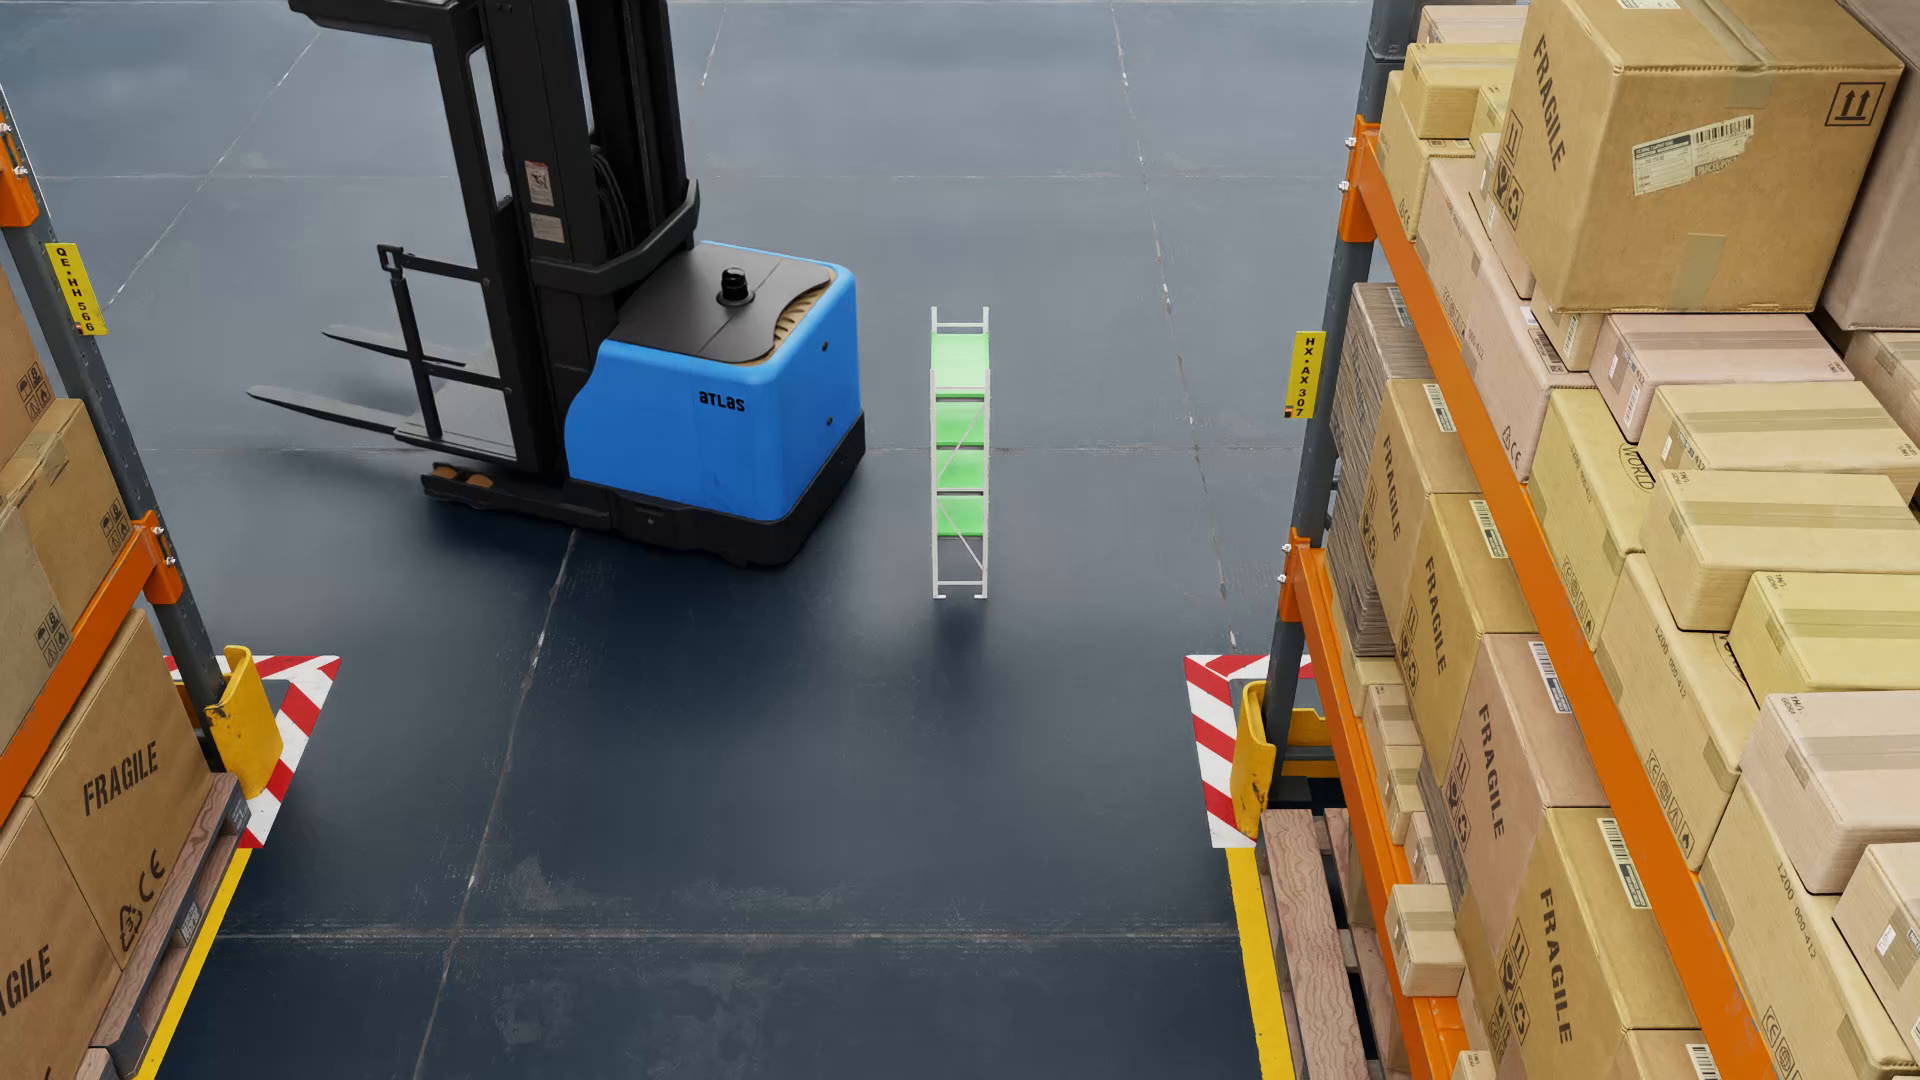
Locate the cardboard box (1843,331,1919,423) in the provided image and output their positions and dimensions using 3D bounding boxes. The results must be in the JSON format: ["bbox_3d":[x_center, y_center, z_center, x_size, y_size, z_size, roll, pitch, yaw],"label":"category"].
[{"bbox_3d":[1.907,-0.297,3.124,0.380,0.149,0.250,-2,39,-2],"label":"cardboard box"}]

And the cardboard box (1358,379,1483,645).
[{"bbox_3d":[1.369,-0.076,4.329,0.500,0.500,0.500,0,39,0],"label":"cardboard box"}]

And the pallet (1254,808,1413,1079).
[{"bbox_3d":[1.613,1.456,5.765,1.003,0.211,1.213,0,39,0],"label":"pallet"}]

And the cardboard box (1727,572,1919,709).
[{"bbox_3d":[1.414,0.185,2.523,0.380,0.149,0.250,1,39,2],"label":"cardboard box"}]

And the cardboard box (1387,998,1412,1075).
[{"bbox_3d":[1.666,1.388,5.282,0.500,0.500,0.500,10,40,12],"label":"cardboard box"}]

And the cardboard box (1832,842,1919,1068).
[{"bbox_3d":[1.367,0.519,2.106,0.380,0.149,0.250,-2,39,-2],"label":"cardboard box"}]

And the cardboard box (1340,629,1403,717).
[{"bbox_3d":[1.375,0.401,5.052,0.380,0.149,0.250,0,39,0],"label":"cardboard box"}]

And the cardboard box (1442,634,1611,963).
[{"bbox_3d":[1.377,0.549,3.549,0.500,0.500,0.500,0,39,0],"label":"cardboard box"}]

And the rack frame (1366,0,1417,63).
[{"bbox_3d":[1.647,-2.529,3.710,1.000,3.000,0.127,0,39,0],"label":"rack frame"}]

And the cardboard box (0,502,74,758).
[{"bbox_3d":[-3.245,0.270,4.895,0.875,0.550,0.550,0,39,0],"label":"cardboard box"}]

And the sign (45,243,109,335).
[{"bbox_3d":[-2.770,-0.784,5.214,0.100,0.325,0.005,0,39,0],"label":"sign"}]

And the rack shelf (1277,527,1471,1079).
[{"bbox_3d":[1.649,1.344,4.250,1.077,0.370,4.000,0,39,0],"label":"rack shelf"}]

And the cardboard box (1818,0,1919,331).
[{"bbox_3d":[1.902,-0.740,3.158,0.500,0.500,0.500,0,39,0],"label":"cardboard box"}]

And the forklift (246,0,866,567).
[{"bbox_3d":[-2.037,-1.585,7.383,3.031,2.935,1.130,13,40,15],"label":"forklift"}]

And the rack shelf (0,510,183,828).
[{"bbox_3d":[-3.311,1.284,4.325,1.077,0.370,4.000,0,39,0],"label":"rack shelf"}]

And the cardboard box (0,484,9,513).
[{"bbox_3d":[-3.258,-0.152,4.557,0.875,0.550,0.550,0,39,0],"label":"cardboard box"}]

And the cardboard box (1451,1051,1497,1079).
[{"bbox_3d":[1.370,1.339,3.881,0.380,0.149,0.250,0,39,0],"label":"cardboard box"}]

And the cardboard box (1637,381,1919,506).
[{"bbox_3d":[1.444,-0.150,2.941,0.380,0.149,0.250,-1,39,-2],"label":"cardboard box"}]

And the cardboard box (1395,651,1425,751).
[{"bbox_3d":[1.741,0.314,4.642,0.875,0.500,0.500,0,39,0],"label":"cardboard box"}]

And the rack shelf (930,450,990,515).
[{"bbox_3d":[0.000,-0.315,7.286,0.258,0.148,0.480,0,39,0],"label":"rack shelf"}]

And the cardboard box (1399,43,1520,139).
[{"bbox_3d":[1.320,-1.121,4.153,0.380,0.149,0.250,1,39,1],"label":"cardboard box"}]

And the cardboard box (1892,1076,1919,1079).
[{"bbox_3d":[1.390,0.917,1.929,0.500,0.250,0.500,1,39,2],"label":"cardboard box"}]

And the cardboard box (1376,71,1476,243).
[{"bbox_3d":[1.389,-0.998,4.319,0.500,0.250,0.500,1,39,1],"label":"cardboard box"}]

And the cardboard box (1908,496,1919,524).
[{"bbox_3d":[1.903,-0.051,3.137,0.500,0.250,0.500,-1,39,-1],"label":"cardboard box"}]

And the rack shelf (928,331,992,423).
[{"bbox_3d":[0.000,-0.689,6.985,0.258,0.148,0.480,0,39,0],"label":"rack shelf"}]

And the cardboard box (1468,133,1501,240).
[{"bbox_3d":[1.372,-0.793,3.743,0.380,0.149,0.250,1,39,2],"label":"cardboard box"}]

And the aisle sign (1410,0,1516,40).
[{"bbox_3d":[1.347,-1.241,4.821,0.394,0.787,0.004,0,39,0],"label":"aisle sign"}]

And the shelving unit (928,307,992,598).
[{"bbox_3d":[0.000,-0.365,7.246,0.258,1.200,0.503,0,39,0],"label":"shelving unit"}]

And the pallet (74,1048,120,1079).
[{"bbox_3d":[-3.235,2.102,4.959,1.003,0.211,1.213,0,39,0],"label":"pallet"}]

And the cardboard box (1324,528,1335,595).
[{"bbox_3d":[1.409,0.089,5.442,0.380,0.149,0.250,0,39,0],"label":"cardboard box"}]

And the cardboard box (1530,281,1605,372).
[{"bbox_3d":[1.384,-0.470,3.340,0.380,0.149,0.250,-2,39,-2],"label":"cardboard box"}]

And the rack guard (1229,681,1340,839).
[{"bbox_3d":[1.647,0.835,6.308,1.175,0.500,0.348,0,39,0],"label":"rack guard"}]

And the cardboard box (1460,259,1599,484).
[{"bbox_3d":[1.392,-0.366,3.529,0.500,0.250,0.500,0,39,0],"label":"cardboard box"}]

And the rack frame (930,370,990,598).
[{"bbox_3d":[0.000,-0.212,7.055,0.240,1.200,0.015,0,39,0],"label":"rack frame"}]

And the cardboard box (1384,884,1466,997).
[{"bbox_3d":[1.314,1.027,4.271,0.380,0.149,0.250,0,39,0],"label":"cardboard box"}]

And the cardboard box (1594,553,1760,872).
[{"bbox_3d":[1.394,0.271,2.734,0.500,0.250,0.500,0,39,0],"label":"cardboard box"}]

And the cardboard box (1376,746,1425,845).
[{"bbox_3d":[1.390,0.714,4.661,0.380,0.149,0.250,0,39,0],"label":"cardboard box"}]

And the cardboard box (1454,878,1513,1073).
[{"bbox_3d":[1.687,0.939,3.862,0.875,0.500,0.500,0,39,0],"label":"cardboard box"}]

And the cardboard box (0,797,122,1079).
[{"bbox_3d":[-3.243,1.392,4.978,0.875,0.875,0.875,-1,39,-1],"label":"cardboard box"}]

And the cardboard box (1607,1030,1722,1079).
[{"bbox_3d":[1.374,1.174,2.769,0.500,0.500,0.500,0,39,0],"label":"cardboard box"}]
